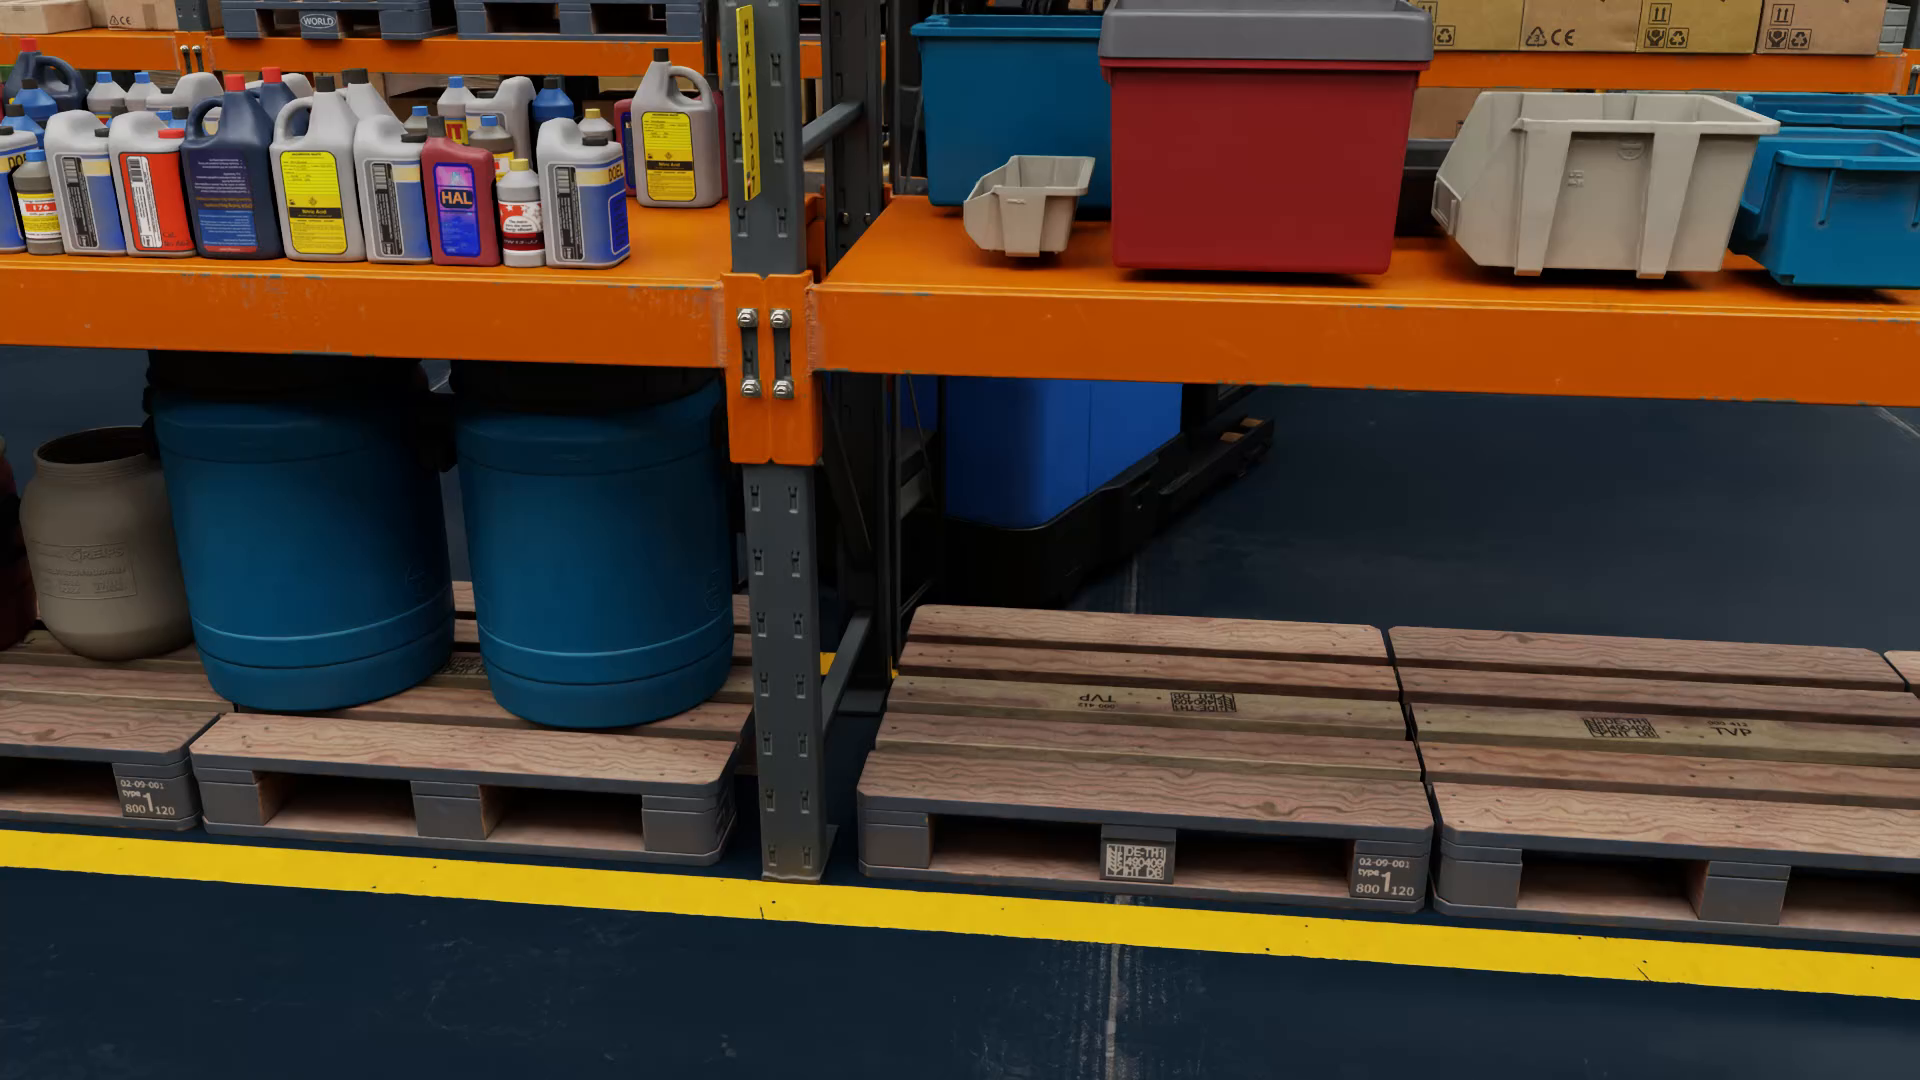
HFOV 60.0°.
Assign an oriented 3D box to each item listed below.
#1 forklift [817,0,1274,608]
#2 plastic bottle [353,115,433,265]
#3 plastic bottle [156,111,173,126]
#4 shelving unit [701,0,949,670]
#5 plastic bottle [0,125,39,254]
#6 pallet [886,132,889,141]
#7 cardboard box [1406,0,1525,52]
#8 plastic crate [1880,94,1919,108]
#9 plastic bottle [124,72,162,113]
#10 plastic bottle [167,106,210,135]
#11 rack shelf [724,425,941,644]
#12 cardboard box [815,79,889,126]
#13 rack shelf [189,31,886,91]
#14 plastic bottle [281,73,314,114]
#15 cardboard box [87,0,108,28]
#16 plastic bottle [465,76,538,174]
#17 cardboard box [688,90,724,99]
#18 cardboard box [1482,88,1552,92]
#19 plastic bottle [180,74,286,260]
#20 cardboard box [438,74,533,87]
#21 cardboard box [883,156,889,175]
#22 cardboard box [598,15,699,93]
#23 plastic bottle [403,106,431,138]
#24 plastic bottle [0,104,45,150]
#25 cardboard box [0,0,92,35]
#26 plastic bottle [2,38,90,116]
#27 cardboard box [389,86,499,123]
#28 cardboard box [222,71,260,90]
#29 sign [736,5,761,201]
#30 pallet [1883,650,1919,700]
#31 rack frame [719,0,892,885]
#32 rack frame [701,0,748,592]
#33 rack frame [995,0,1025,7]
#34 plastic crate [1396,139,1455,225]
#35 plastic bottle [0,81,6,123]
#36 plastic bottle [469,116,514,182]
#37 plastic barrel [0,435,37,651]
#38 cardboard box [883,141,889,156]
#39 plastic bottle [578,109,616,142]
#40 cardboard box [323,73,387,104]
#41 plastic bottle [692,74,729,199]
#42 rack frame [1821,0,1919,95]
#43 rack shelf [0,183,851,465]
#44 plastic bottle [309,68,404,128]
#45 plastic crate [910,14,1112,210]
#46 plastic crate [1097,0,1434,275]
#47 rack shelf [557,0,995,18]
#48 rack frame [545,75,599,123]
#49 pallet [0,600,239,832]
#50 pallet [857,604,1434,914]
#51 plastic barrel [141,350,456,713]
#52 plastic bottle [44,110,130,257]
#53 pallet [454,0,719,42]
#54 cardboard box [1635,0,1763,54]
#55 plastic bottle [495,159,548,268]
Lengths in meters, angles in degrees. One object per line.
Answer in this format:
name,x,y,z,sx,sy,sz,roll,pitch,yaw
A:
forklift,0.512,-1.664,5.663,1.130,2.935,3.031,12,25,28
plastic bottle,-1.097,-0.696,3.290,0.135,0.276,0.152,2,22,6
plastic bottle,-1.865,-0.910,3.931,0.097,0.201,0.097,0,22,0
shelving unit,-0.336,-0.728,4.392,0.503,2.100,0.431,7,22,17
plastic bottle,-1.962,-0.734,3.386,0.135,0.276,0.152,2,22,6
pallet,0.086,-3.165,13.160,1.213,0.211,1.003,2,22,6
cardboard box,2.267,-2.508,7.567,0.500,0.500,0.500,2,22,6
plastic crate,2.154,-0.804,3.540,0.300,0.233,0.416,2,22,6
plastic bottle,-1.981,-1.004,4.074,0.097,0.271,0.097,0,22,0
plastic bottle,-1.601,-0.762,3.464,0.097,0.271,0.097,0,22,0
rack shelf,-0.343,-0.060,4.643,0.480,0.518,0.431,7,22,17
cardboard box,-0.682,-3.670,12.996,0.750,0.750,0.750,3,22,8
rack shelf,-1.704,-2.400,8.408,4.000,0.370,1.077,2,22,6
plastic bottle,-1.639,-0.981,4.010,0.135,0.276,0.152,2,22,6
cardboard box,-4.555,-2.889,8.788,0.500,0.311,0.500,2,22,6
plastic bottle,-1.083,-0.957,3.948,0.135,0.276,0.152,2,22,6
cardboard box,-1.163,-2.192,8.685,0.500,0.250,0.500,3,22,6
cardboard box,4.127,-3.310,12.561,0.500,0.500,0.700,2,22,6
plastic bottle,-1.439,-0.745,3.311,0.185,0.351,0.144,2,22,6
cardboard box,-3.832,-3.684,13.479,0.500,0.500,0.700,3,22,7
cardboard box,-0.242,-1.606,8.225,0.500,0.500,0.500,2,22,6
cardboard box,-2.396,-3.745,13.186,0.750,0.750,0.750,2,22,6
plastic bottle,-1.291,-0.941,4.011,0.097,0.201,0.097,0,22,0
plastic bottle,-1.965,-0.778,3.504,0.097,0.271,0.097,0,22,0
cardboard box,-4.616,-2.642,8.384,0.250,0.149,0.380,2,22,6
plastic bottle,-2.221,-1.042,4.064,0.185,0.351,0.144,2,22,6
cardboard box,-2.677,-2.256,8.848,0.500,0.250,0.500,3,22,8
cardboard box,-5.831,-3.815,13.811,0.500,0.500,0.700,2,22,5
sign,-0.371,-0.767,2.924,0.005,0.325,0.100,2,22,6
pallet,2.853,0.581,3.684,1.213,0.211,1.003,2,22,6
rack frame,-0.305,-0.839,3.483,0.127,3.000,1.000,2,22,6
rack frame,-0.568,-0.757,4.463,0.015,2.100,0.400,7,22,17
rack frame,0.282,-2.648,8.057,0.127,3.000,1.000,2,22,6
plastic crate,0.839,-0.789,3.648,0.590,0.125,0.437,2,22,6
plastic bottle,-2.381,-1.011,4.076,0.133,0.283,0.061,2,22,6
plastic bottle,-1.079,-0.876,3.845,0.097,0.201,0.097,0,22,0
plastic barrel,-2.667,-0.022,4.125,0.708,0.588,0.600,2,22,6
cardboard box,-0.170,-1.800,8.714,0.500,0.500,0.500,2,22,4
plastic bottle,-0.868,-0.923,3.964,0.097,0.201,0.097,0,22,0
cardboard box,-4.827,-3.760,13.671,0.500,0.500,0.700,2,22,6
plastic bottle,-0.618,-0.957,3.938,0.133,0.283,0.061,2,22,6
rack frame,4.254,-2.475,7.619,0.127,3.000,1.000,2,22,6
rack shelf,-2.291,-0.591,3.834,4.000,0.370,1.077,2,22,6
plastic bottle,-1.239,-0.789,3.424,0.185,0.351,0.144,2,22,6
plastic crate,0.199,-0.964,3.739,0.575,0.384,0.392,2,22,6
plastic crate,0.553,-0.767,3.131,0.583,0.464,0.402,2,22,6
rack shelf,-1.125,-4.208,12.983,4.000,0.370,1.077,2,22,6
rack frame,-3.111,-4.629,13.070,0.127,3.000,1.000,2,22,6
pallet,-2.281,0.357,4.250,1.213,0.211,1.003,2,22,6
pallet,0.430,0.475,3.951,1.213,0.211,1.003,2,22,6
plastic barrel,-1.546,-0.119,3.944,0.708,0.901,0.600,2,22,6
plastic bottle,-1.731,-0.724,3.360,0.135,0.276,0.152,2,22,6
pallet,-1.758,-2.649,8.321,1.213,0.211,1.003,2,22,6
cardboard box,3.262,-2.462,7.452,0.500,0.500,0.500,3,22,7
plastic bottle,-0.852,-0.641,3.251,0.097,0.201,0.097,0,22,0
